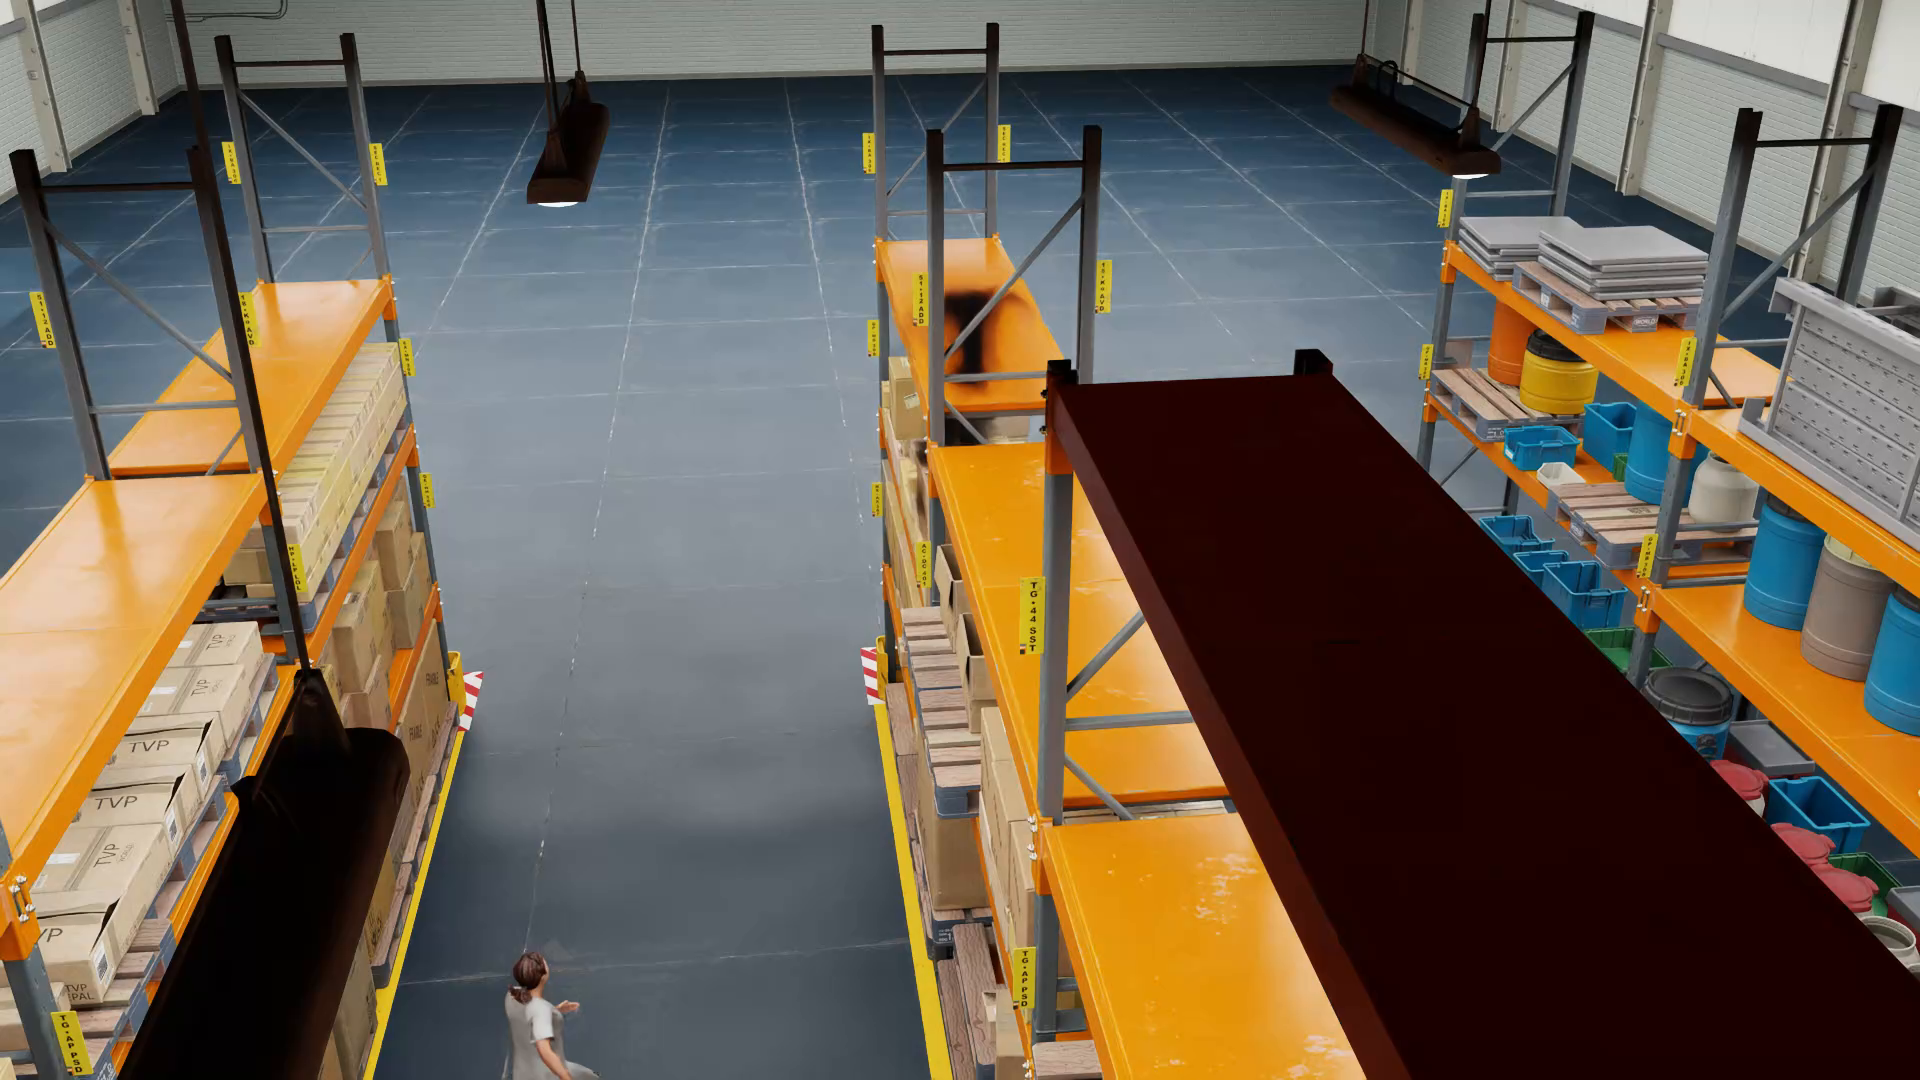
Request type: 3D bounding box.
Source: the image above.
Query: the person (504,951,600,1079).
[{"bbox_3d":[-2.427,3.193,9.923,0.718,1.576,0.683,9,27,19],"label":"person"}]
